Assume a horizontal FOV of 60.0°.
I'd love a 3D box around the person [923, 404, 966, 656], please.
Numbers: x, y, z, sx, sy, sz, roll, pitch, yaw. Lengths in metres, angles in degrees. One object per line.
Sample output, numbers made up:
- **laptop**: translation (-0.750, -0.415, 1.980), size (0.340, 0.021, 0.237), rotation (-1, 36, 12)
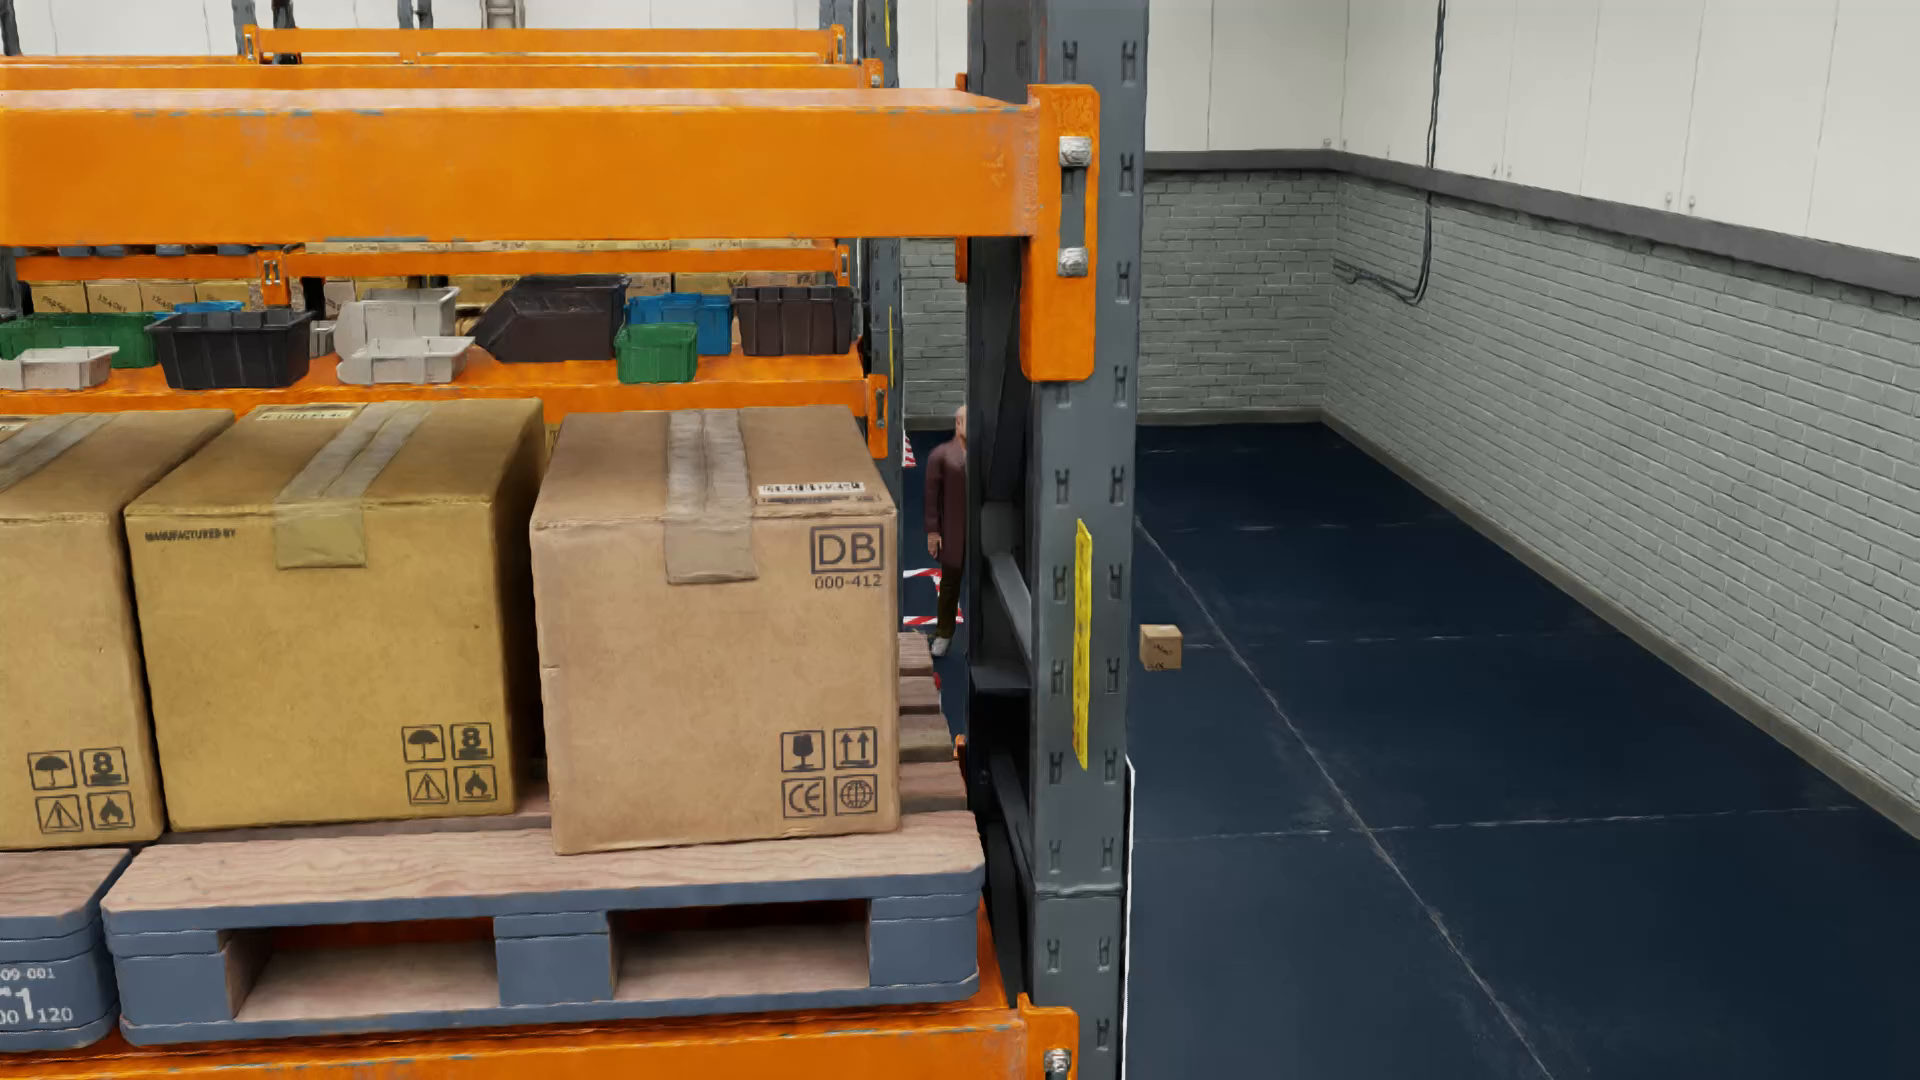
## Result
- **person**: translation (0.077, -0.060, 11.656), size (0.647, 1.789, 0.520), rotation (-6, 18, -20)
